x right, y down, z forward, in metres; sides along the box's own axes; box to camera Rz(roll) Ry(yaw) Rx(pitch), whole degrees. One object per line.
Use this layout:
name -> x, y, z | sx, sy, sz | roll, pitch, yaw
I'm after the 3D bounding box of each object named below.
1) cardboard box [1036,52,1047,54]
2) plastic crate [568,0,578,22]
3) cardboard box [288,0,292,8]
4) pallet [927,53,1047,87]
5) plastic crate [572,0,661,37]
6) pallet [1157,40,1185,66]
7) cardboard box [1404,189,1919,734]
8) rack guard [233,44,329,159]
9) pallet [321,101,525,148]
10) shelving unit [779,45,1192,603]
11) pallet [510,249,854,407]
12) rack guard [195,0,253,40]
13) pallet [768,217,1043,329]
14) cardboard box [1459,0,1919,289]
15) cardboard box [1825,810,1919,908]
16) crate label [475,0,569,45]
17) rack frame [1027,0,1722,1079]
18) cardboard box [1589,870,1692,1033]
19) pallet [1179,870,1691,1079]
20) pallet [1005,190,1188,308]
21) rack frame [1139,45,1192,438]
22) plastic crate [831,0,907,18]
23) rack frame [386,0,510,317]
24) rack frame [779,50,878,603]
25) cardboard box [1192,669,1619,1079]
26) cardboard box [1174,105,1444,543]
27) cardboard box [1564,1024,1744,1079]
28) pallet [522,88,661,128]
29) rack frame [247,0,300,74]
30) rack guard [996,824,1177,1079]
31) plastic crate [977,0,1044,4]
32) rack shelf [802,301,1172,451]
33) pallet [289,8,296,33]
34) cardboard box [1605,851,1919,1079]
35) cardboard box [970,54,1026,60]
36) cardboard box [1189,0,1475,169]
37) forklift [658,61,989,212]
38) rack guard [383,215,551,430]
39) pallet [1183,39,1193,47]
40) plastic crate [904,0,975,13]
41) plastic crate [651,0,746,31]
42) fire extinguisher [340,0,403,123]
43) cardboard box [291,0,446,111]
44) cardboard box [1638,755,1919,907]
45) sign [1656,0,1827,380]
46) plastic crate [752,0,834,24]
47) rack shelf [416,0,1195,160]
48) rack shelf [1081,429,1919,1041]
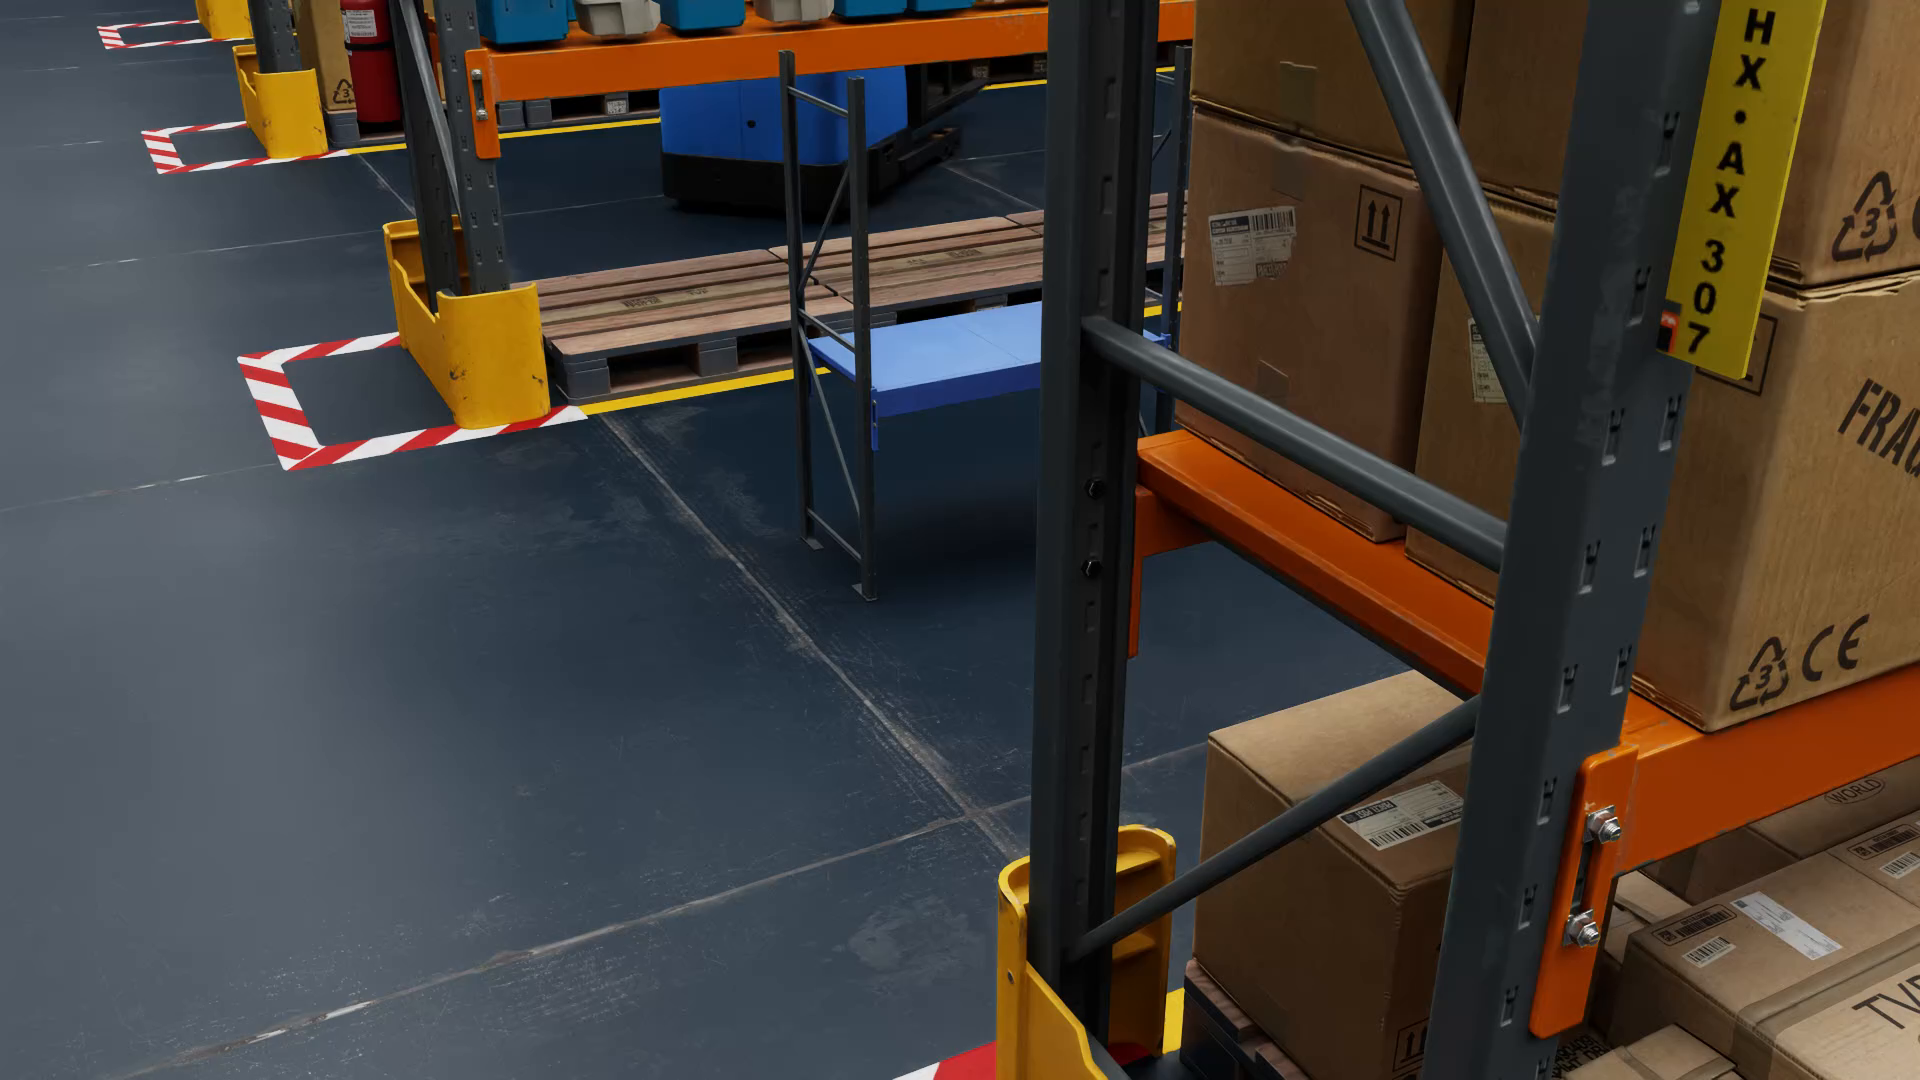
cardboard box -> 0.618, -4.272, 12.651 | 0.875, 0.875, 1.225 | -14, 29, -27
plastic crate -> -1.717, -2.196, 6.249 | 0.499, 0.435, 0.616 | -13, 29, -25
cardboard box -> -5.887, -4.709, 14.400 | 0.250, 0.149, 0.380 | -12, 28, -24
pallet -> -0.080, -3.649, 12.606 | 1.213, 0.211, 1.003 | -13, 29, -25
plastic crate -> -1.230, -1.880, 5.936 | 0.298, 0.136, 0.250 | -13, 29, -25
pallet -> 0.997, -3.899, 13.127 | 1.213, 0.211, 1.003 | -13, 29, -25
cardboard box -> 0.919, -0.156, 1.994 | 0.500, 0.500, 0.500 | -12, 28, -24
rack guard -> -4.277, -2.774, 10.449 | 0.348, 0.500, 1.175 | -13, 29, -25
pallet -> -3.587, -2.841, 10.923 | 1.213, 0.211, 1.003 | -13, 29, -25
shelving unit -> 0.075, -0.693, 4.962 | 1.048, 1.500, 0.538 | -13, 29, -25
pallet -> -1.179, -0.910, 6.901 | 1.213, 0.211, 1.003 | -13, 29, -25
rack guard -> -6.433, -4.709, 14.480 | 0.348, 0.500, 1.175 | -13, 29, -25
pallet -> -0.104, -1.157, 7.415 | 1.213, 0.211, 1.003 | -13, 29, -25
cardboard box -> 0.919, -0.607, 1.777 | 0.500, 0.500, 0.500 | -12, 28, -24
cardboard box -> 1.899, 0.714, 2.966 | 0.500, 0.250, 0.500 | -13, 29, -25
crate label -> -1.552, -1.890, 5.845 | 0.303, 0.233, 0.416 | -13, 29, -25
rack frame -> 0.404, -0.120, 2.034 | 0.053, 2.616, 0.949 | -13, 29, -25
cardboard box -> 1.166, 0.705, 3.082 | 0.250, 0.166, 0.380 | -13, 29, -25
pallet -> 1.173, 0.958, 3.012 | 1.213, 0.211, 1.003 | -13, 29, -25
pallet -> 0.974, -1.407, 7.936 | 1.213, 0.211, 1.003 | -13, 29, -25
rack frame -> 0.524, -0.797, 5.177 | 0.032, 1.500, 0.500 | -13, 29, -25
plastic crate -> -0.390, -2.158, 6.403 | 0.300, 0.233, 0.416 | -13, 29, -25
rack frame -> -1.925, -2.014, 5.979 | 0.127, 3.000, 1.000 | -13, 29, -25
rack frame -> -0.373, -0.590, 4.746 | 0.032, 1.500, 0.500 | -13, 29, -25
cardboard box -> 0.767, 0.602, 2.909 | 0.500, 0.500, 0.500 | -13, 29, -25
cardboard box -> 0.670, -0.362, 2.422 | 0.500, 0.500, 0.500 | -12, 28, -24
cardboard box -> 1.155, 0.953, 2.565 | 0.250, 0.166, 0.380 | -13, 29, -25
pallet -> -2.511, -3.088, 11.437 | 1.213, 0.211, 1.003 | -13, 29, -25
rack frame -> -4.255, -3.905, 9.918 | 0.127, 3.000, 1.000 | -13, 29, -25
rack guard -> 0.470, 0.990, 2.610 | 0.348, 0.500, 1.175 | -13, 29, -25
plastic crate -> 0.210, -2.267, 6.742 | 0.466, 0.136, 0.293 | -13, 29, -25
rack shelf -> 0.075, -0.531, 5.039 | 1.000, 0.185, 0.538 | -13, 29, -25
pallet -> -5.700, -4.731, 14.859 | 1.213, 0.211, 1.003 | -13, 29, -25
cardboard box -> 1.457, 0.816, 2.754 | 0.500, 0.250, 0.500 | -13, 29, -25
cardboard box -> -0.171, -4.089, 12.272 | 0.875, 0.875, 1.225 | -13, 29, -25
cardboard box -> 0.666, -0.813, 2.206 | 0.500, 0.500, 0.500 | -13, 29, -26
forklift -> -0.627, -3.639, 9.443 | 1.130, 2.935, 3.031 | 9, 27, 18
rack guard -> -1.940, -0.877, 6.499 | 0.348, 0.500, 1.175 | -13, 29, -25
pallet -> 2.073, -4.146, 13.641 | 1.213, 0.211, 1.003 | -13, 29, -25
plastic crate -> -0.125, -2.219, 6.531 | 0.300, 0.233, 0.416 | -13, 29, -25
plastic crate -> -0.971, -2.024, 6.124 | 0.300, 0.233, 0.416 | -13, 29, -25
fire extinguisher -> -2.272, -1.954, 6.374 | 0.183, 0.674, 0.296 | -13, 29, -25
cardboard box -> -3.728, -3.298, 10.622 | 0.875, 0.875, 0.875 | -13, 29, -25
cardboard box -> 1.619, 0.533, 3.343 | 0.500, 0.250, 0.500 | -13, 29, -25
sign -> 0.658, -0.304, 1.418 | 0.005, 0.325, 0.100 | -13, 29, -25
plastic crate -> -0.631, -2.018, 6.224 | 0.298, 0.136, 0.250 | -13, 29, -25
rack shelf -> -0.160, -2.097, 6.983 | 4.000, 0.370, 1.077 | -13, 29, -25
rack shelf -> 2.168, -0.204, 3.041 | 4.000, 0.370, 1.077 | -13, 29, -25
